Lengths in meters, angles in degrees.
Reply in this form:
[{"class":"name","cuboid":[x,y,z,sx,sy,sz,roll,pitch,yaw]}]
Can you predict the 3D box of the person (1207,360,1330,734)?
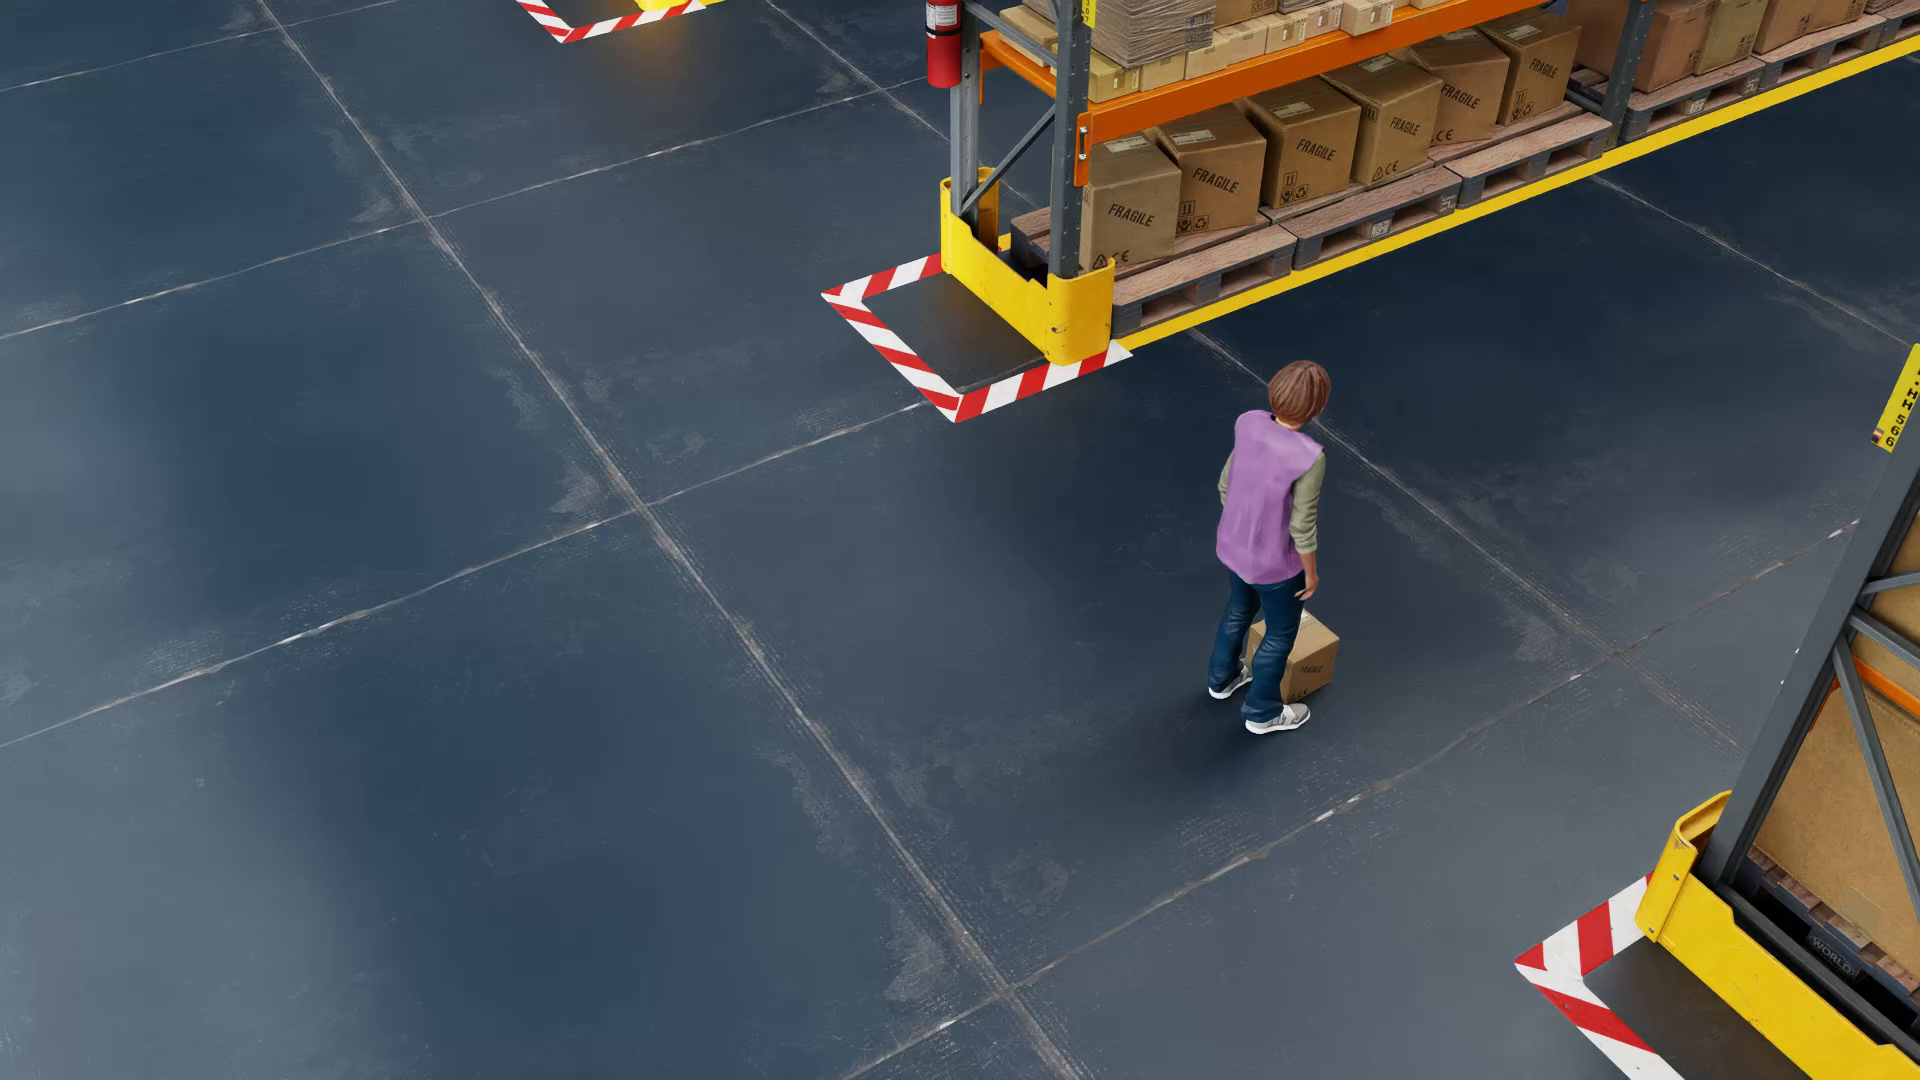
[{"class":"person","cuboid":[1.130,0.044,6.117,0.347,1.591,0.477,-25,47,-26]}]
